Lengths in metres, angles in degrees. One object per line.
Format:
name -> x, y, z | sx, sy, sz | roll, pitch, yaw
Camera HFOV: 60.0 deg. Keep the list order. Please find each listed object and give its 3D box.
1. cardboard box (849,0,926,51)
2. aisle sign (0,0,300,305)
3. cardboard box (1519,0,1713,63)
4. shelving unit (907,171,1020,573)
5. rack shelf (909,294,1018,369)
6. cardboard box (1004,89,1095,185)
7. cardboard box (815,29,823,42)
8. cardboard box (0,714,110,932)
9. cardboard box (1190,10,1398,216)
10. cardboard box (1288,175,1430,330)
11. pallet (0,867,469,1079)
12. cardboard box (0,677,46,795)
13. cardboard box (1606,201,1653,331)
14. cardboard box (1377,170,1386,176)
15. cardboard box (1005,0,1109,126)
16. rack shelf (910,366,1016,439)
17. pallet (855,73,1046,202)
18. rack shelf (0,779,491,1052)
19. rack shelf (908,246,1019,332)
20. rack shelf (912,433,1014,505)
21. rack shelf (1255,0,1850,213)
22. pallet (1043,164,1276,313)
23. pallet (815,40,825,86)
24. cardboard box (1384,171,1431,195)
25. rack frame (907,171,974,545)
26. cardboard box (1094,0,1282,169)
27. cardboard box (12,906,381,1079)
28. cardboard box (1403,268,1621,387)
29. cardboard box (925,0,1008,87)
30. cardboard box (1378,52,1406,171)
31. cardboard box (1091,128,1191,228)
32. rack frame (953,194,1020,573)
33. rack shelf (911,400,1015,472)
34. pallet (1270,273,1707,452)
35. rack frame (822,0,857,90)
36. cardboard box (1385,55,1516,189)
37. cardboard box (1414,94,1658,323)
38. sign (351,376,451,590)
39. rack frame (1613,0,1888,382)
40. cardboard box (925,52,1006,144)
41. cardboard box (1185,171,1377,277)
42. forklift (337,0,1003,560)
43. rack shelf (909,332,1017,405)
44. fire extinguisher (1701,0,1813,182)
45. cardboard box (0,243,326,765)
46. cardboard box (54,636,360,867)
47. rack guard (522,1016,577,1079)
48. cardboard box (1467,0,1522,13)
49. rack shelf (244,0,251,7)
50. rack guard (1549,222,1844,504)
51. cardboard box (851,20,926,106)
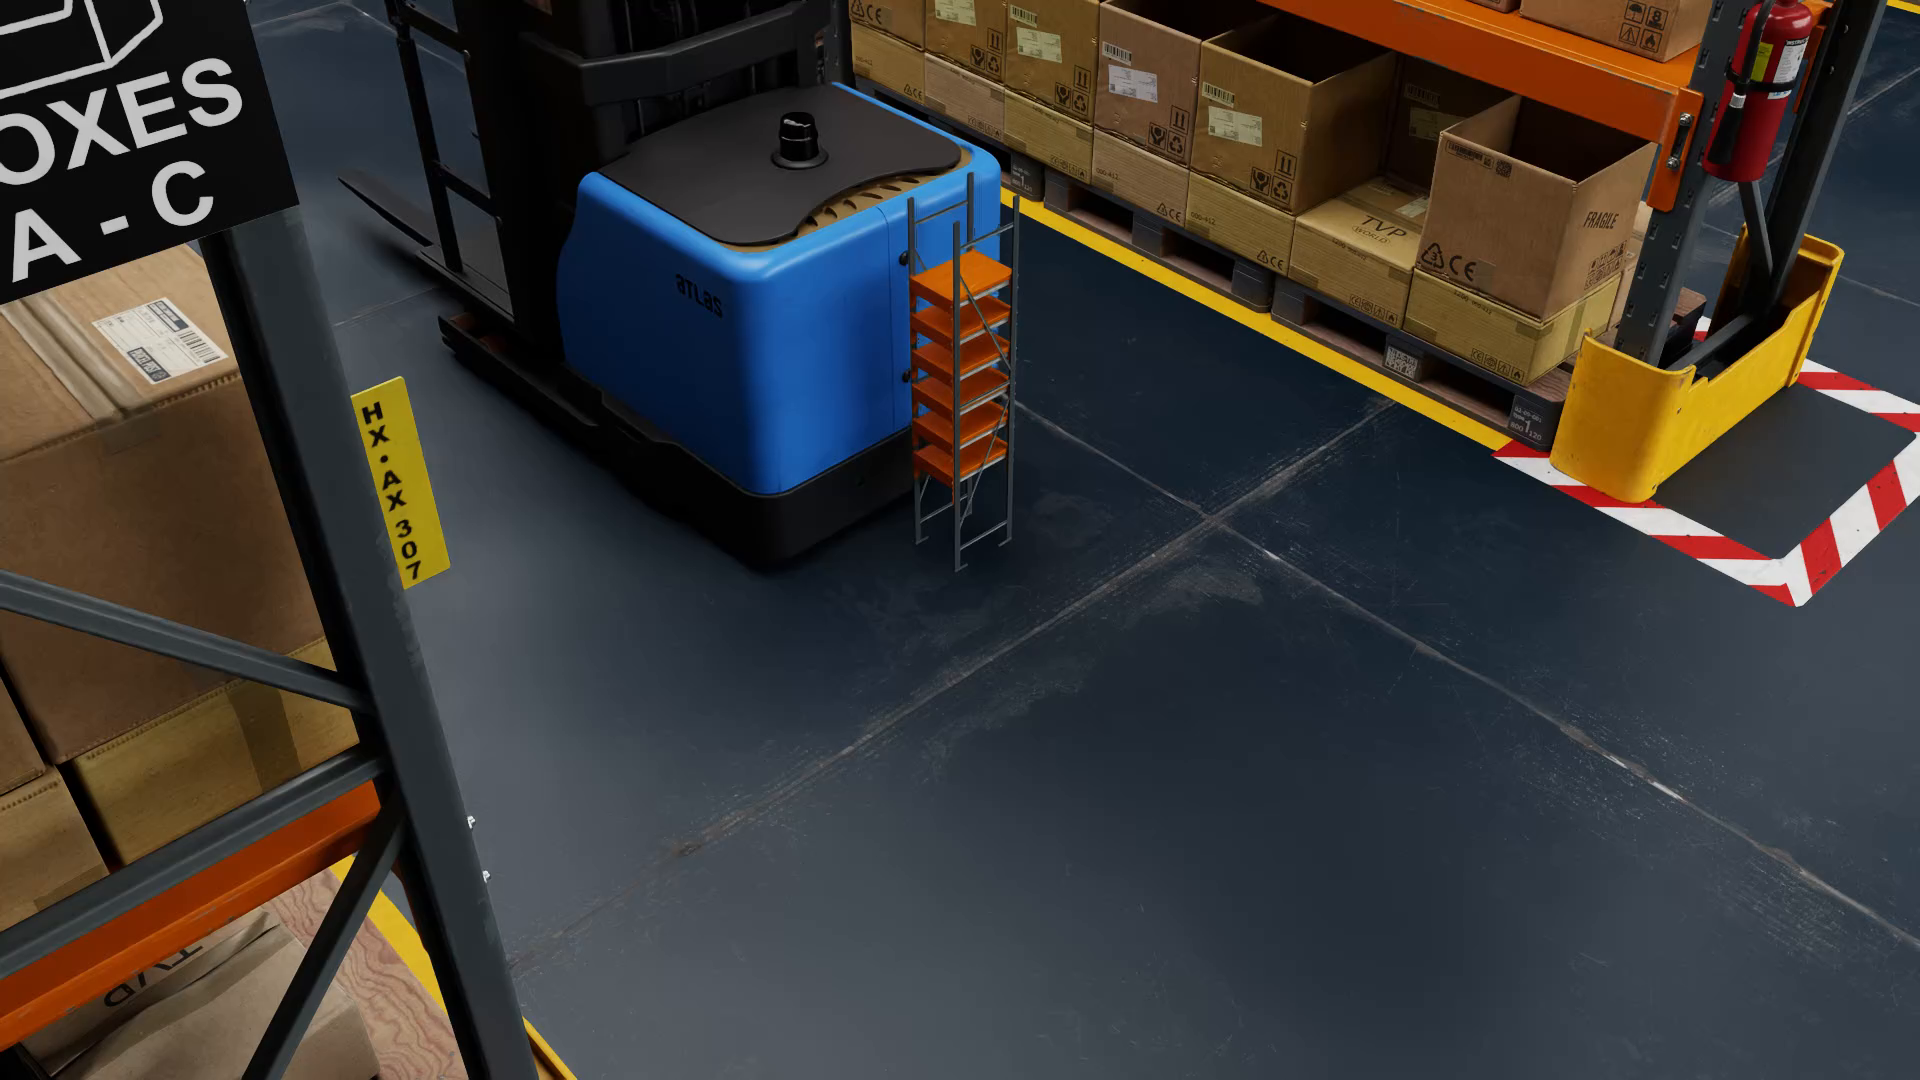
cardboard box -> -0.144, -2.496, 7.210 | 0.500, 0.500, 0.500 | -30, 48, -32
aisle sign -> -0.898, -0.606, 1.543 | 0.394, 0.787, 0.004 | -30, 48, -32
cardboard box -> 2.172, -1.867, 5.095 | 0.700, 0.500, 0.500 | -30, 48, -32
shelving unit -> 0.010, -0.460, 4.865 | 0.258, 1.200, 0.189 | -30, 48, -32
rack shelf -> 0.010, -0.612, 4.742 | 0.258, 0.103, 0.180 | -30, 48, -32
cardboard box -> 0.533, -1.741, 6.873 | 0.500, 0.250, 0.500 | -30, 48, -32
cardboard box -> -0.721, -2.620, 7.961 | 0.500, 0.250, 0.500 | -30, 48, -32
cardboard box -> -1.626, 0.417, 2.450 | 0.500, 0.250, 0.500 | -29, 47, -31
cardboard box -> 1.210, -1.571, 6.065 | 0.500, 0.500, 0.500 | -30, 48, -32
cardboard box -> 1.551, -1.049, 6.016 | 0.500, 0.250, 0.500 | -30, 48, -32
pallet -> -1.742, 1.159, 3.647 | 1.003, 0.211, 1.213 | -30, 48, -32
cardboard box -> -1.643, 0.131, 2.207 | 0.500, 0.500, 0.500 | -31, 48, -32
cardboard box -> 2.280, -1.043, 6.009 | 0.500, 0.250, 0.500 | -30, 48, -32
cardboard box -> 1.601, -1.505, 6.580 | 0.500, 0.250, 0.500 | -30, 48, -32
cardboard box -> 0.533, -2.033, 6.637 | 0.500, 0.500, 0.500 | -30, 48, -32
rack shelf -> 0.010, -0.426, 4.893 | 0.258, 0.103, 0.180 | -30, 48, -32
pallet -> 0.280, -1.987, 7.543 | 1.003, 0.211, 1.213 | -30, 48, -32
rack shelf -> -2.520, -0.146, 3.616 | 1.077, 0.370, 4.000 | -30, 48, -32
rack shelf -> 0.010, -0.706, 4.666 | 0.258, 0.103, 0.180 | -30, 48, -32
rack shelf -> 0.010, -0.239, 5.043 | 0.258, 0.103, 0.180 | -30, 48, -32
rack shelf -> 1.126, -2.253, 6.224 | 1.077, 0.370, 4.000 | -30, 48, -32
pallet -> 1.110, -1.423, 6.843 | 1.003, 0.211, 1.213 | -30, 48, -32
pallet -> -0.754, -2.698, 8.422 | 1.003, 0.211, 1.213 | -30, 48, -32
cardboard box -> 1.939, -1.273, 6.293 | 0.500, 0.250, 0.500 | -30, 48, -32
rack frame -> -0.052, -0.502, 4.917 | 0.240, 1.200, 0.006 | -30, 48, -32
cardboard box -> 0.873, -1.802, 6.352 | 0.500, 0.500, 0.500 | -30, 48, -32
cardboard box -> -1.569, 1.016, 3.394 | 0.500, 0.311, 0.500 | 29, 47, 31
cardboard box -> 1.898, -0.823, 5.736 | 0.500, 0.250, 0.500 | -30, 48, -32
cardboard box -> 0.200, -2.268, 6.928 | 0.500, 0.500, 0.500 | -30, 48, -32
cardboard box -> 1.593, -1.791, 6.338 | 0.500, 0.500, 0.500 | -30, 48, -32
cardboard box -> 0.875, -1.512, 6.589 | 0.500, 0.250, 0.500 | -30, 48, -32
rack frame -> 0.072, -0.418, 4.812 | 0.240, 1.200, 0.006 | -30, 48, -32
rack shelf -> 0.010, -0.332, 4.968 | 0.258, 0.103, 0.180 | -30, 48, -32
pallet -> 1.931, -0.858, 6.144 | 1.003, 0.211, 1.213 | -30, 48, -32
rack frame -> -0.227, -3.458, 7.144 | 1.000, 3.000, 0.127 | -30, 48, -32
cardboard box -> 1.940, -1.566, 6.058 | 0.500, 0.500, 0.500 | -30, 48, -32
cardboard box -> 1.897, -1.114, 5.499 | 0.500, 0.500, 0.500 | -30, 48, -32
sign -> -0.768, -0.067, 2.257 | 0.100, 0.325, 0.005 | -30, 48, -32
rack frame -> 2.479, -1.607, 4.852 | 1.000, 3.000, 0.127 | -30, 48, -32
cardboard box -> 0.198, -1.975, 7.162 | 0.500, 0.250, 0.500 | -30, 48, -32
cardboard box -> 1.212, -1.280, 6.302 | 0.500, 0.250, 0.500 | -30, 48, -32
forklift -> -1.240, -1.912, 5.284 | 1.130, 2.935, 3.031 | -31, 48, -32
rack shelf -> 0.010, -0.519, 4.817 | 0.258, 0.103, 0.180 | -30, 48, -32
fire extinguisher -> 2.217, -1.325, 4.564 | 0.296, 0.674, 0.183 | -30, 48, -32
cardboard box -> -1.269, -0.090, 2.481 | 0.500, 0.500, 0.500 | -30, 48, -32
cardboard box -> -1.264, 0.190, 2.731 | 0.500, 0.250, 0.500 | -31, 48, -33
rack guard -> -1.219, 1.437, 3.073 | 1.175, 0.500, 0.348 | -30, 48, -32
cardboard box -> 1.814, -2.108, 5.393 | 0.700, 0.500, 0.500 | -29, 47, -31
rack shelf -> -2.520, -1.313, 2.673 | 1.077, 0.370, 4.000 | -30, 48, -32
rack guard -> 2.495, -0.623, 5.624 | 1.175, 0.500, 0.348 | -30, 48, -32
cardboard box -> -0.136, -2.208, 7.451 | 0.500, 0.250, 0.500 | -30, 48, -32
